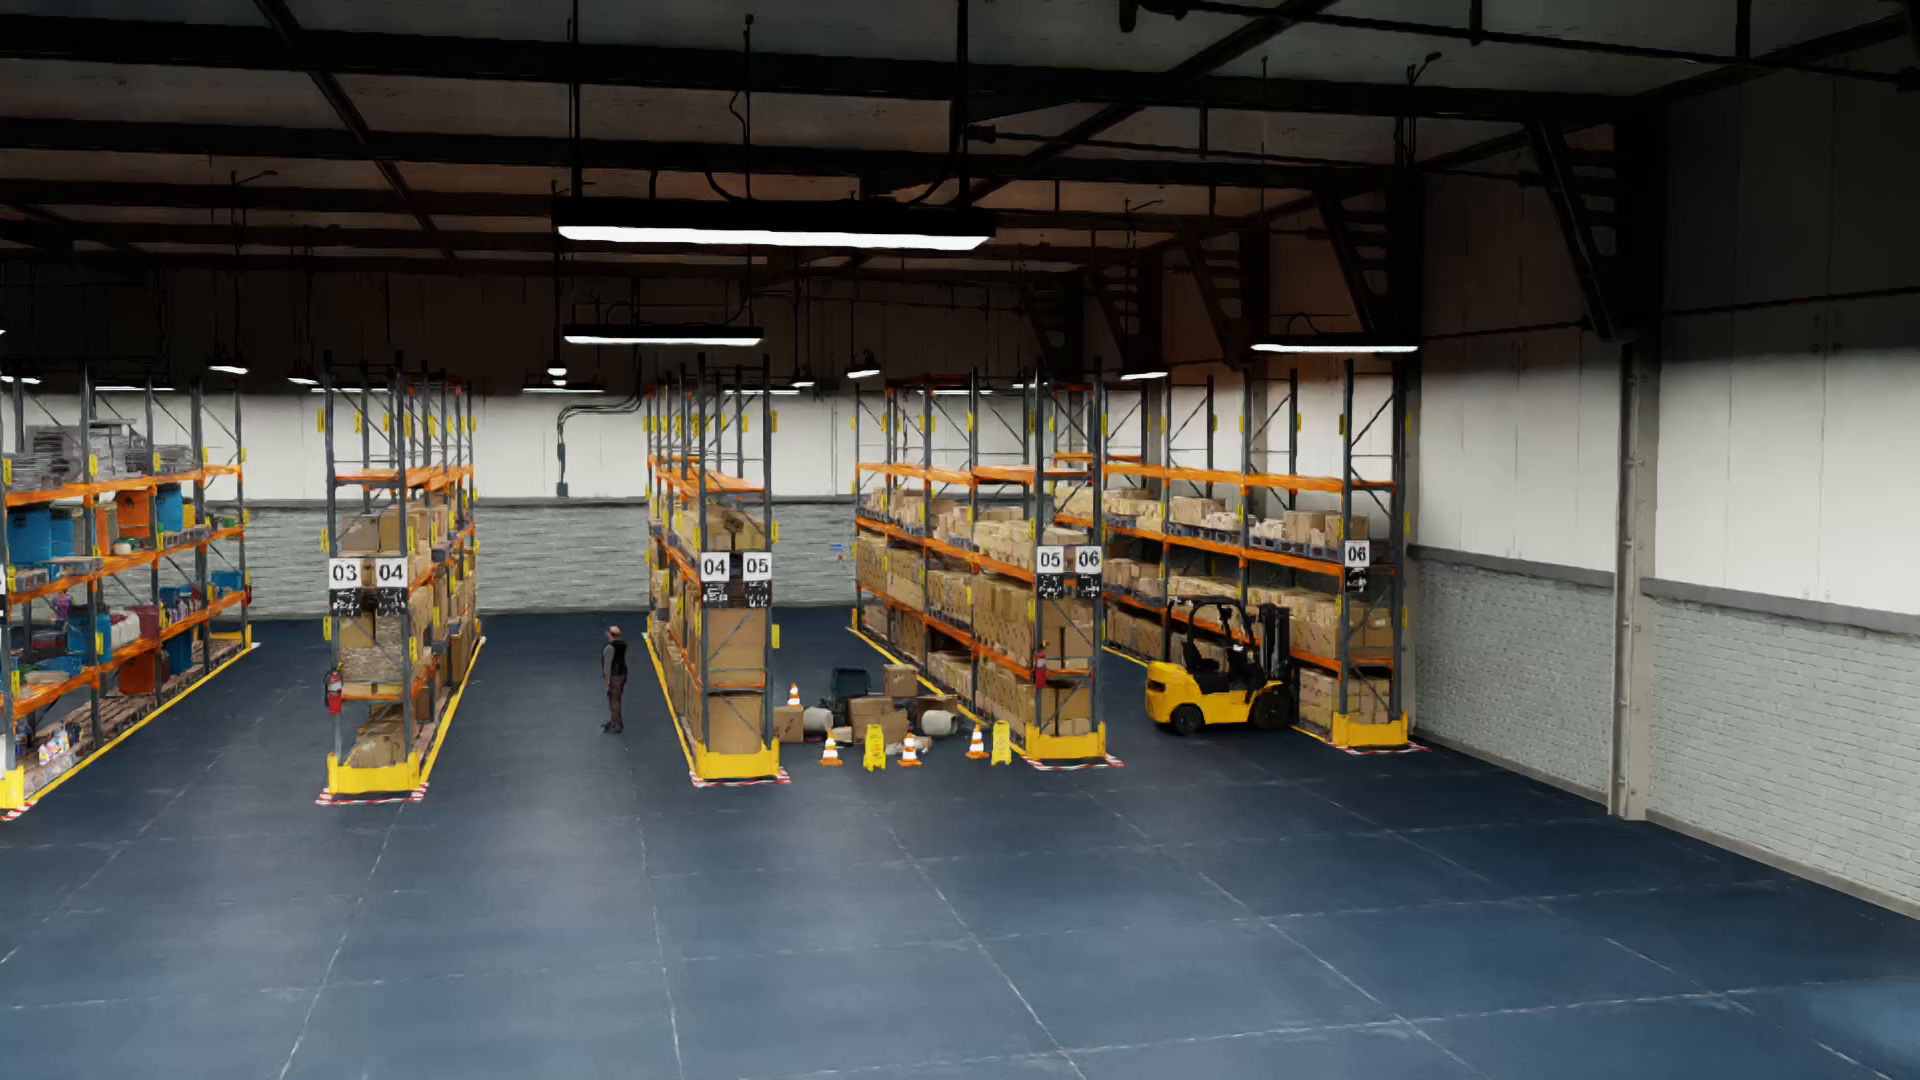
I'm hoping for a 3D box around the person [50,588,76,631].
[{"bbox_3d":[-19.517,1.719,36.228,0.566,1.541,0.519,-1,4,-16],"label":"person"}]

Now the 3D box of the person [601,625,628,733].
[{"bbox_3d":[-5.663,2.252,27.053,0.494,1.717,0.578,1,4,18],"label":"person"}]
